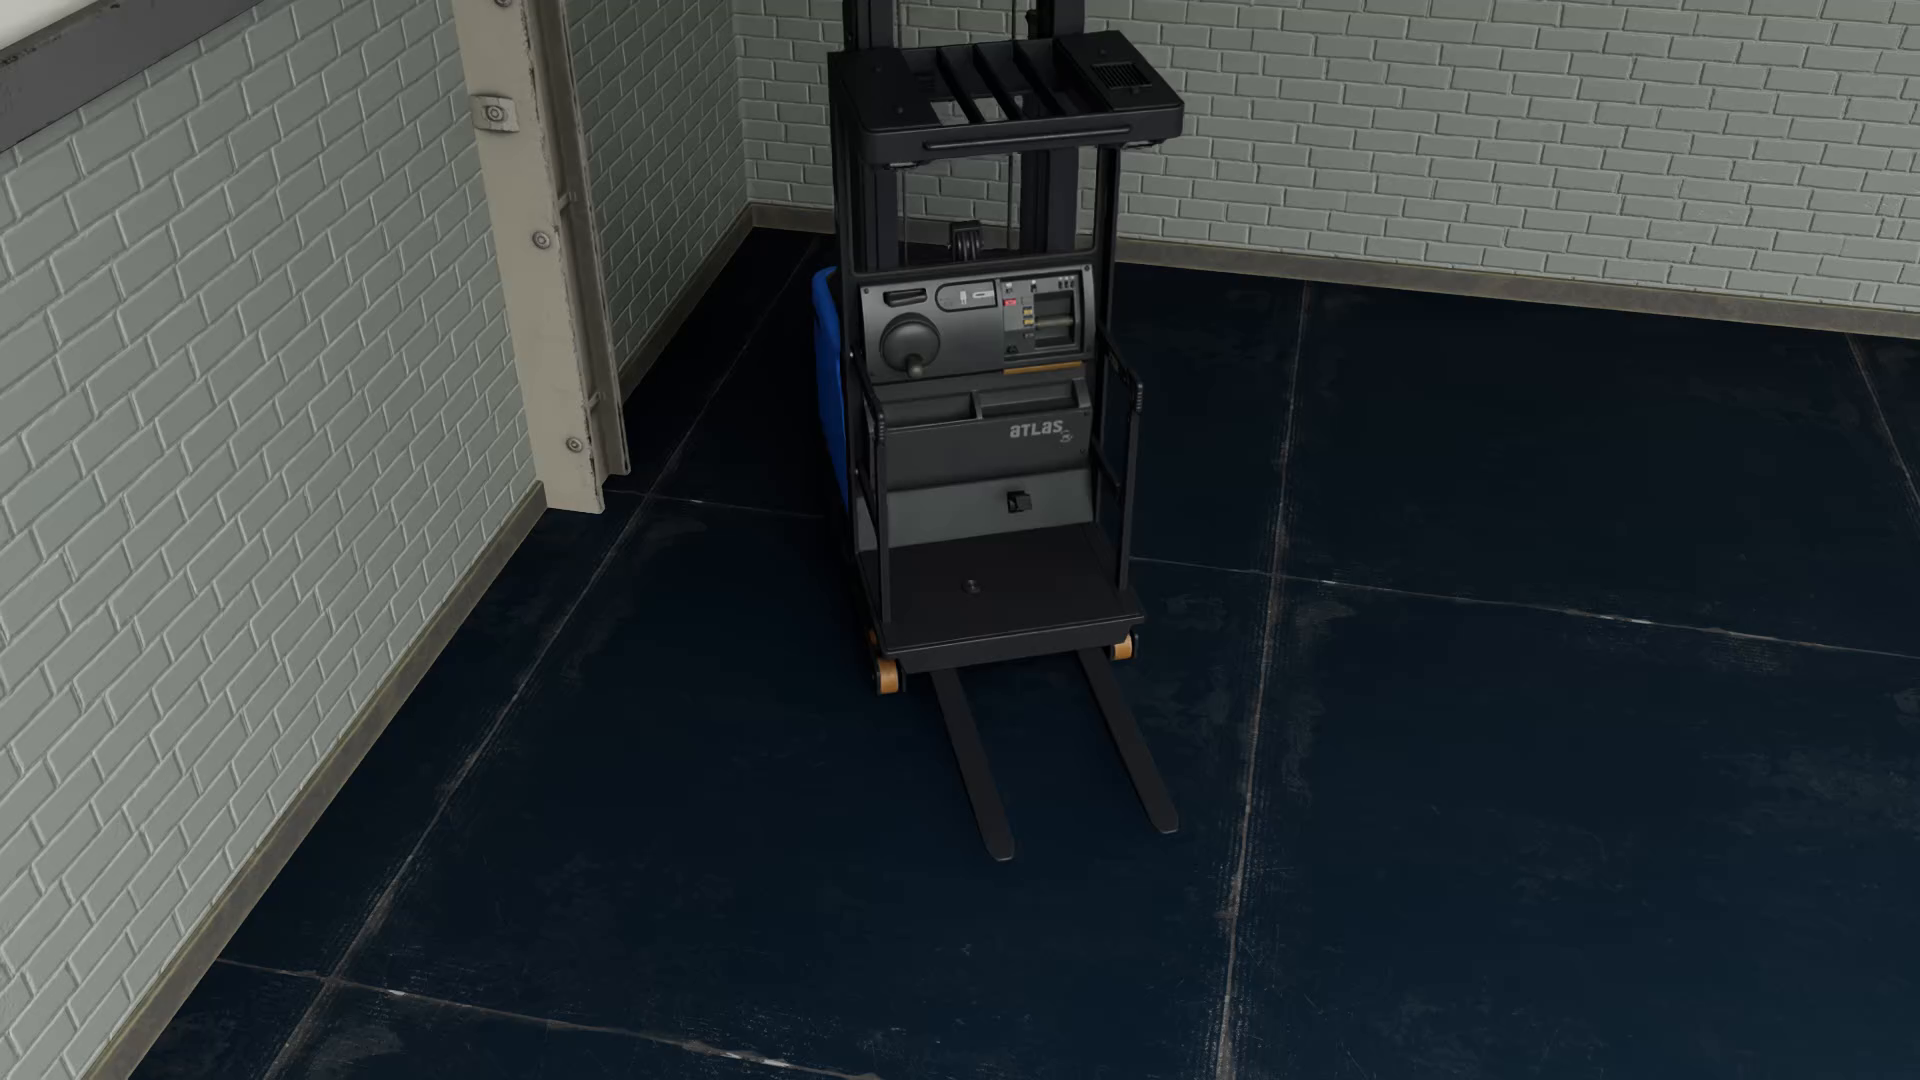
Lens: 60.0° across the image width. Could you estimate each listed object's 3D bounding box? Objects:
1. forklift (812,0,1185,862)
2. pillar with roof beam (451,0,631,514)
[{"bbox_3d":[0.123,-0.793,6.346,1.130,2.935,3.031,-7,37,-10],"label":"forklift"},{"bbox_3d":[2.387,-3.361,4.719,9.100,9.000,0.400,7,37,10],"label":"pillar with roof beam"}]
